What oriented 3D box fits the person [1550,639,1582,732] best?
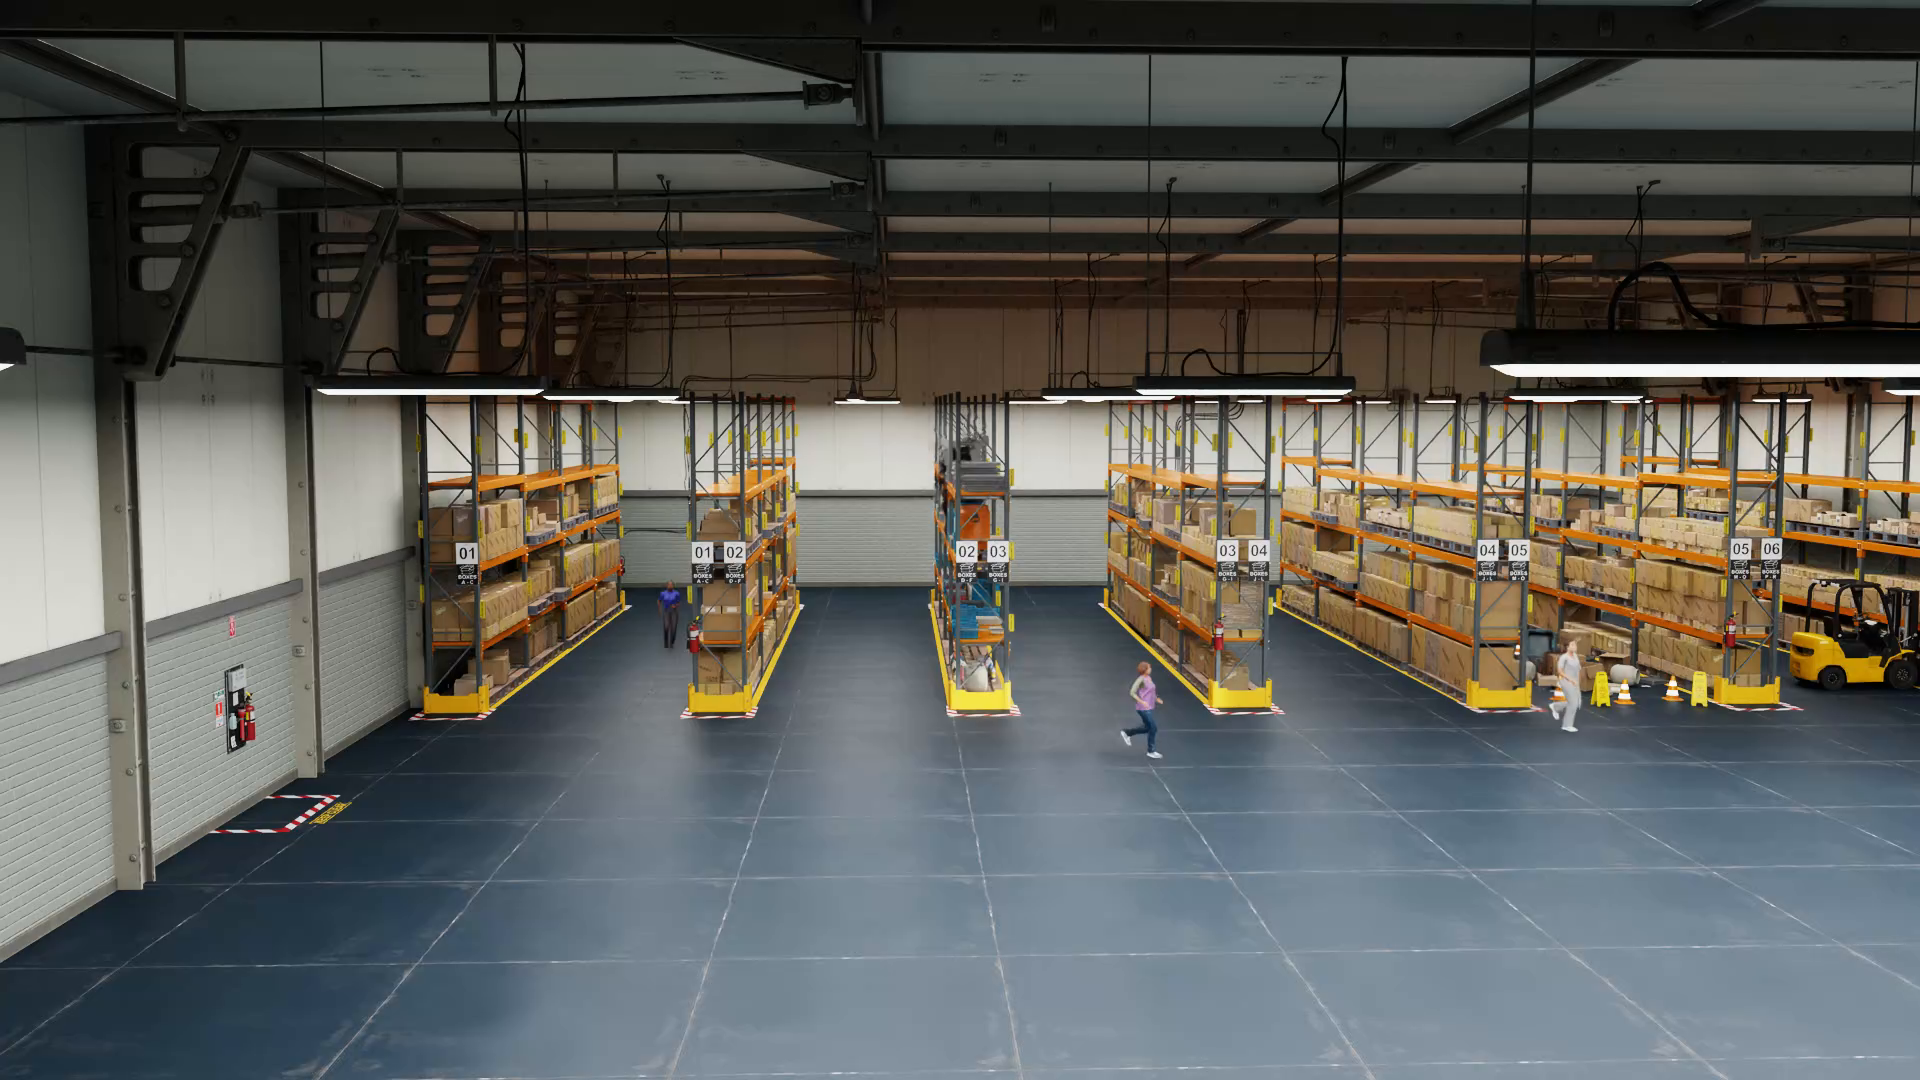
[{"bbox_3d":[10.739,2.553,29.447,0.572,1.642,0.643,-3,6,-35],"label":"person"}]

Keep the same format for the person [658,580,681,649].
[{"bbox_3d":[-6.832,1.770,39.147,0.550,1.614,0.638,-1,5,-11],"label":"person"}]

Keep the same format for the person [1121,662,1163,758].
[{"bbox_3d":[2.968,2.771,27.213,0.732,1.584,0.539,2,5,24],"label":"person"}]

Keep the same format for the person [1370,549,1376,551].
[{"bbox_3d":[11.451,1.149,46.174,0.637,1.793,0.693,-2,5,-23],"label":"person"}]
